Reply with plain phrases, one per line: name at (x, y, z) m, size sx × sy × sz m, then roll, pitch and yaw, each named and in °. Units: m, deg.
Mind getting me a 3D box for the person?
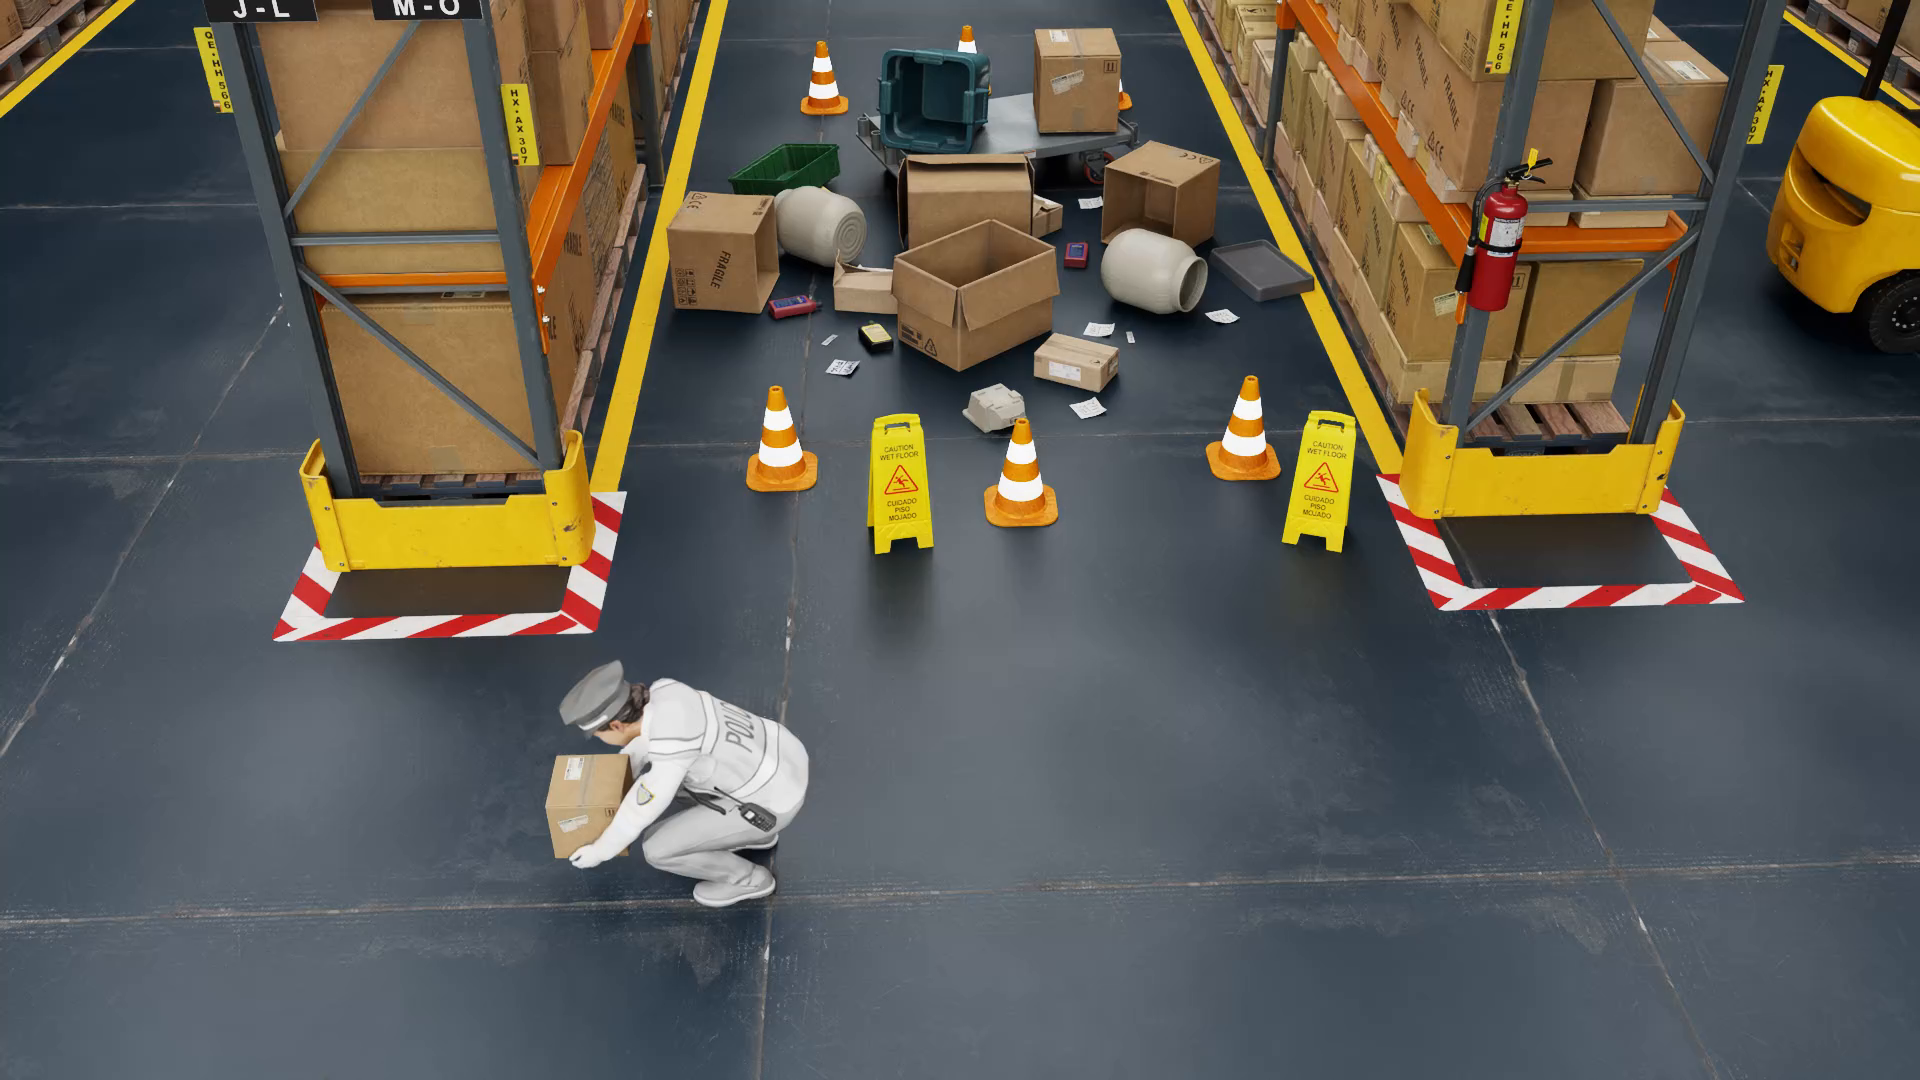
person at (-0.930, 0.792, 5.653) m, size 0.822 × 0.958 × 0.508 m, roll -1°, pitch 35°, yaw -2°
